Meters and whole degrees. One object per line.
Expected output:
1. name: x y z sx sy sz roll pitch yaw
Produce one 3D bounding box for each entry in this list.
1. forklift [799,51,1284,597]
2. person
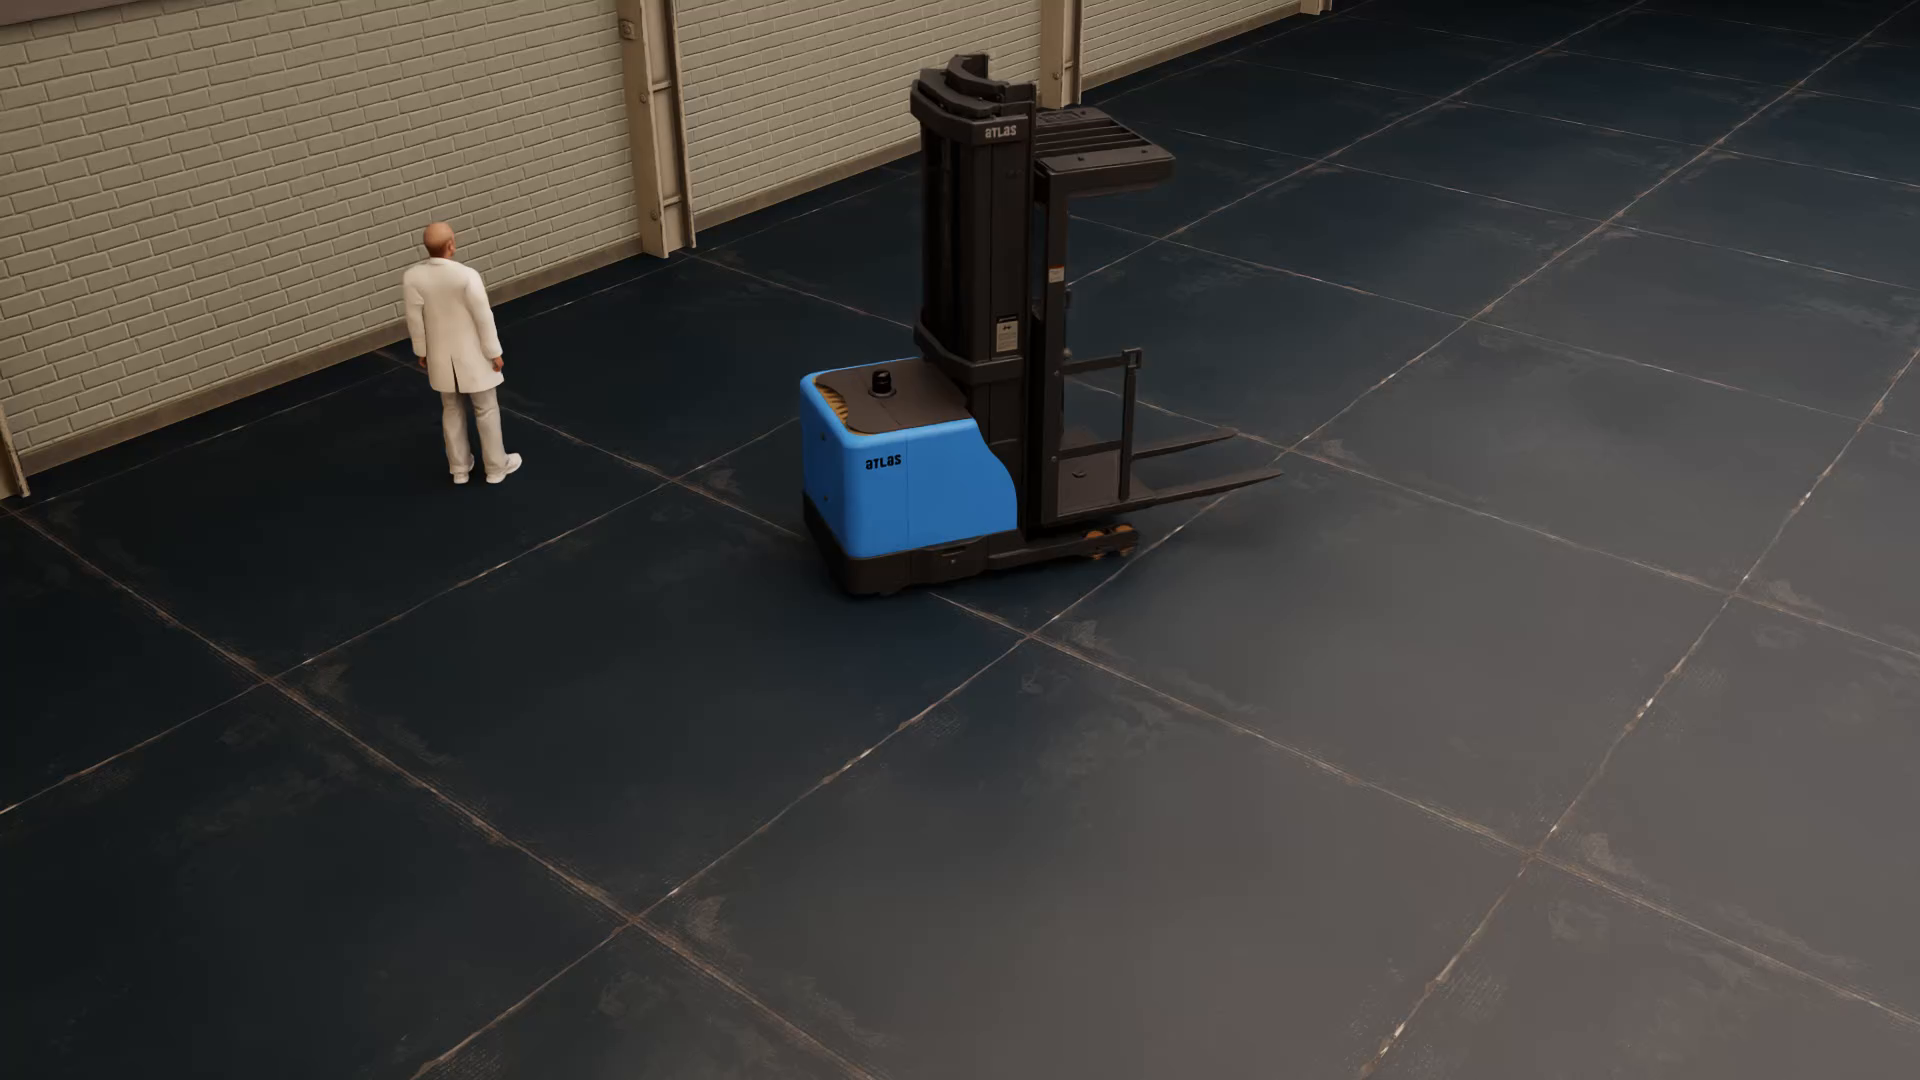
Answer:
1. forklift: 0.578 -1.390 9.973 3.031 2.935 1.130 -11 32 -18
2. person: -3.249 -1.229 10.836 0.588 1.783 0.390 3 30 5
